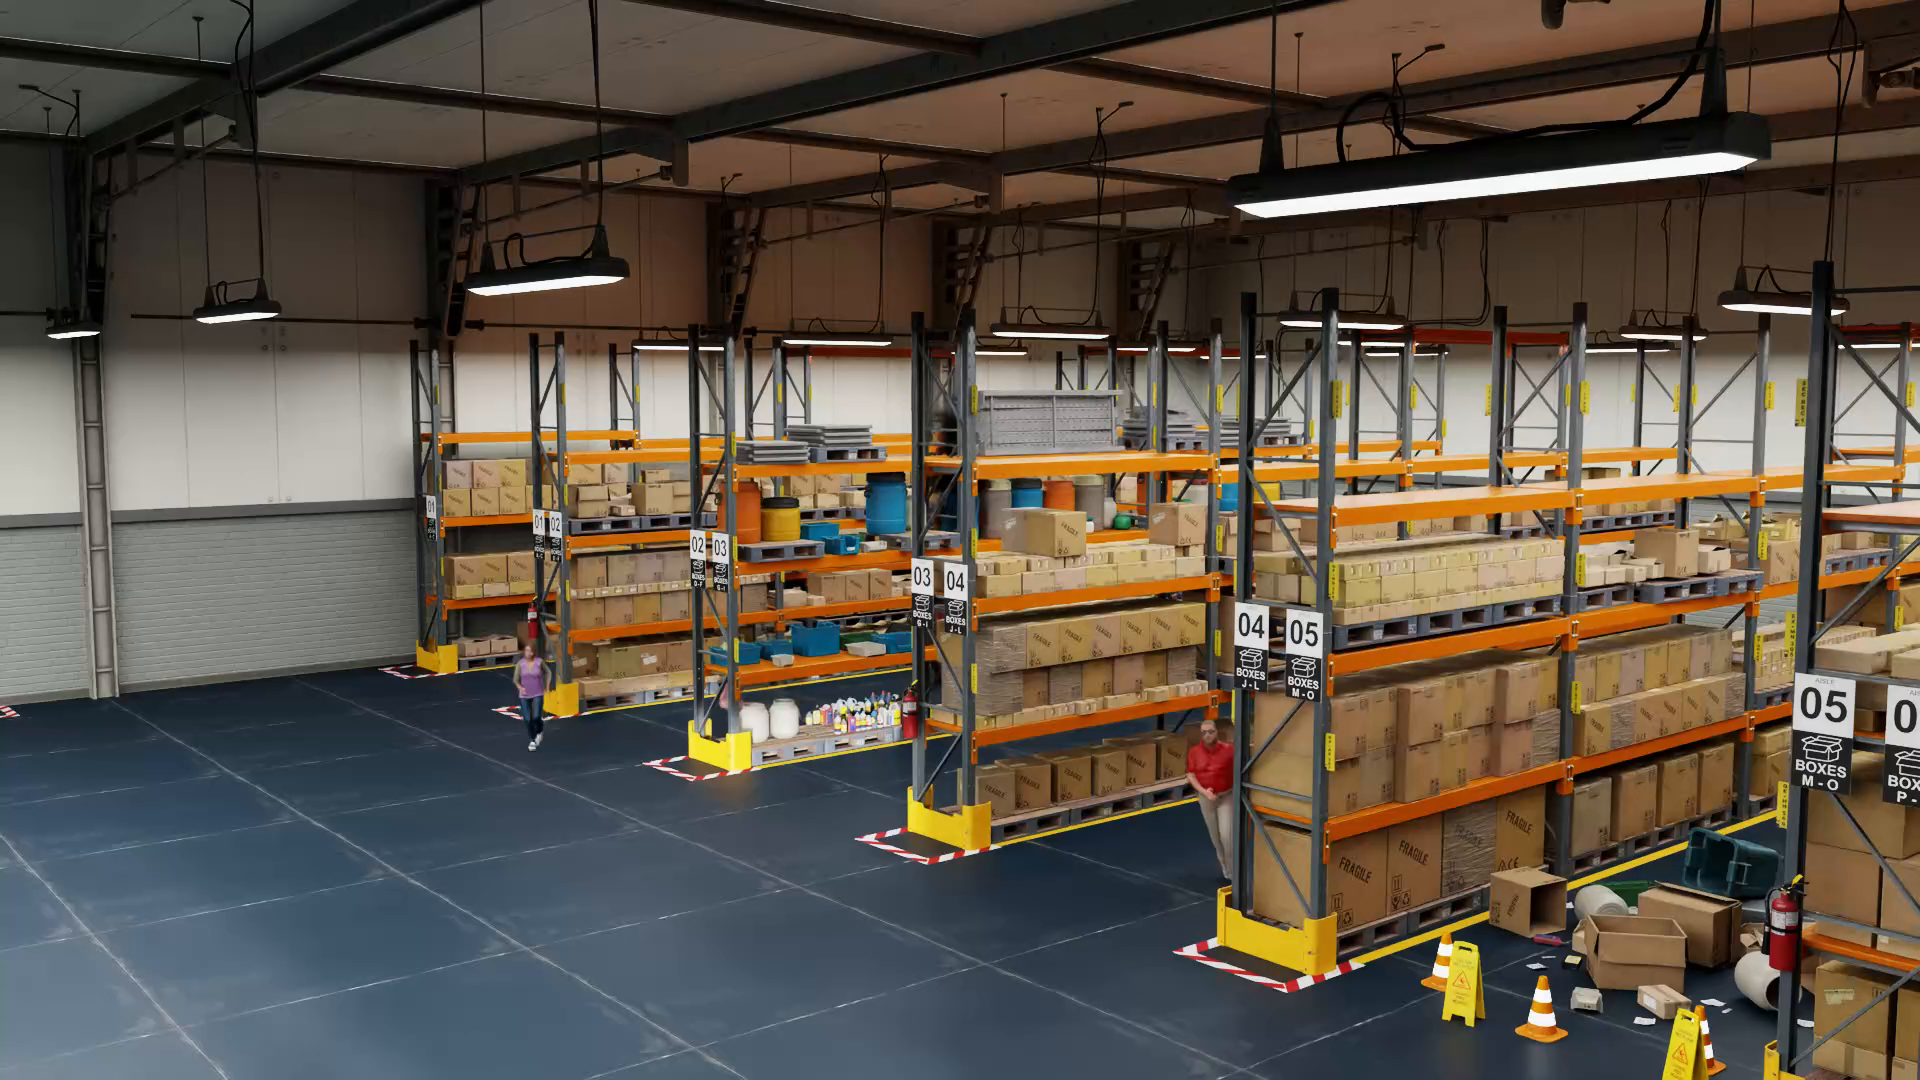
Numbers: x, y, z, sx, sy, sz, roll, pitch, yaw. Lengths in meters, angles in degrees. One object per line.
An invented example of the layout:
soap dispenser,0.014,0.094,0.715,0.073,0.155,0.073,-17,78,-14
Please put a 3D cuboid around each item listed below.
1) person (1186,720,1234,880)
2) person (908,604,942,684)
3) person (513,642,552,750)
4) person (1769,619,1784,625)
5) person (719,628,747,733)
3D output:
person,2.667,2.732,17.174,0.656,1.749,0.726,2,6,22
person,-0.543,1.683,28.284,0.867,1.776,0.614,-5,7,-41
person,-6.036,2.216,23.461,0.518,1.554,0.633,-1,5,-9
person,12.089,2.019,24.706,0.869,1.707,0.556,-5,7,-42
person,-3.345,2.072,24.870,0.581,1.609,0.557,4,7,36
